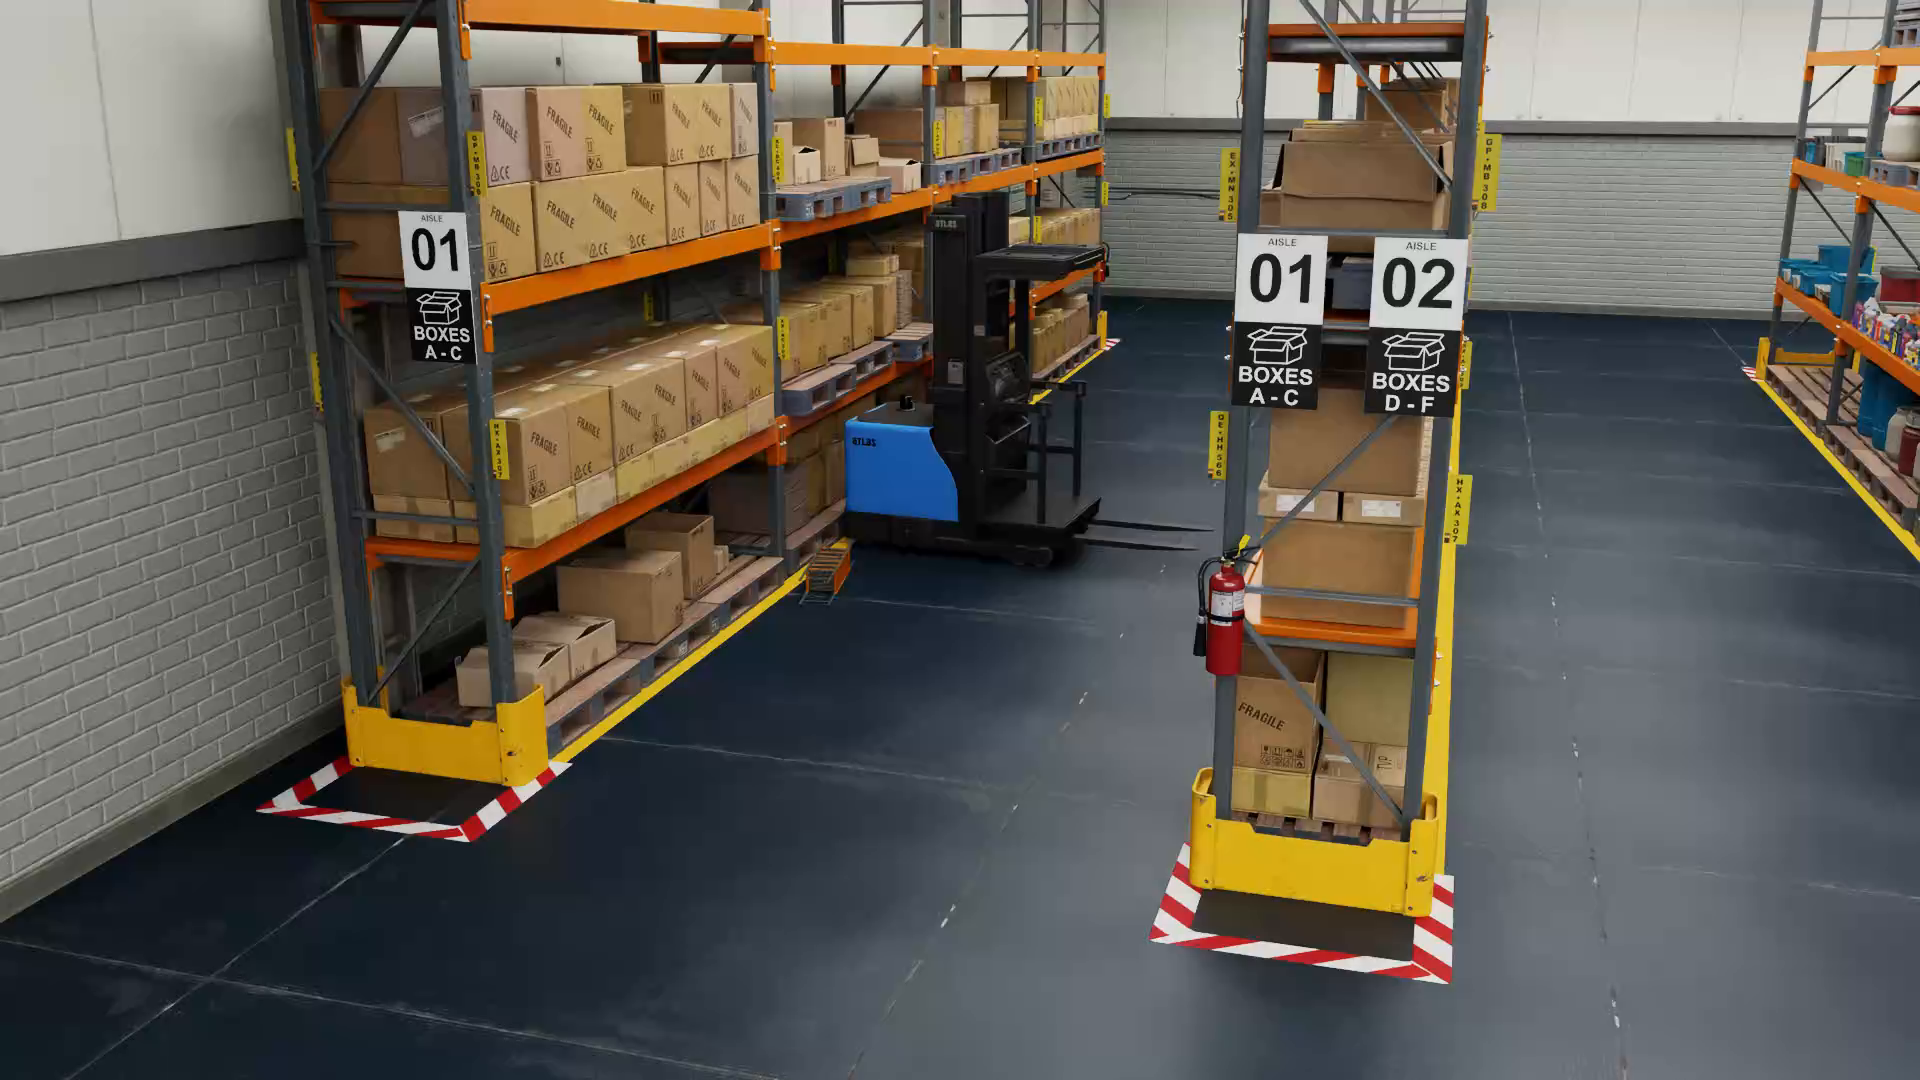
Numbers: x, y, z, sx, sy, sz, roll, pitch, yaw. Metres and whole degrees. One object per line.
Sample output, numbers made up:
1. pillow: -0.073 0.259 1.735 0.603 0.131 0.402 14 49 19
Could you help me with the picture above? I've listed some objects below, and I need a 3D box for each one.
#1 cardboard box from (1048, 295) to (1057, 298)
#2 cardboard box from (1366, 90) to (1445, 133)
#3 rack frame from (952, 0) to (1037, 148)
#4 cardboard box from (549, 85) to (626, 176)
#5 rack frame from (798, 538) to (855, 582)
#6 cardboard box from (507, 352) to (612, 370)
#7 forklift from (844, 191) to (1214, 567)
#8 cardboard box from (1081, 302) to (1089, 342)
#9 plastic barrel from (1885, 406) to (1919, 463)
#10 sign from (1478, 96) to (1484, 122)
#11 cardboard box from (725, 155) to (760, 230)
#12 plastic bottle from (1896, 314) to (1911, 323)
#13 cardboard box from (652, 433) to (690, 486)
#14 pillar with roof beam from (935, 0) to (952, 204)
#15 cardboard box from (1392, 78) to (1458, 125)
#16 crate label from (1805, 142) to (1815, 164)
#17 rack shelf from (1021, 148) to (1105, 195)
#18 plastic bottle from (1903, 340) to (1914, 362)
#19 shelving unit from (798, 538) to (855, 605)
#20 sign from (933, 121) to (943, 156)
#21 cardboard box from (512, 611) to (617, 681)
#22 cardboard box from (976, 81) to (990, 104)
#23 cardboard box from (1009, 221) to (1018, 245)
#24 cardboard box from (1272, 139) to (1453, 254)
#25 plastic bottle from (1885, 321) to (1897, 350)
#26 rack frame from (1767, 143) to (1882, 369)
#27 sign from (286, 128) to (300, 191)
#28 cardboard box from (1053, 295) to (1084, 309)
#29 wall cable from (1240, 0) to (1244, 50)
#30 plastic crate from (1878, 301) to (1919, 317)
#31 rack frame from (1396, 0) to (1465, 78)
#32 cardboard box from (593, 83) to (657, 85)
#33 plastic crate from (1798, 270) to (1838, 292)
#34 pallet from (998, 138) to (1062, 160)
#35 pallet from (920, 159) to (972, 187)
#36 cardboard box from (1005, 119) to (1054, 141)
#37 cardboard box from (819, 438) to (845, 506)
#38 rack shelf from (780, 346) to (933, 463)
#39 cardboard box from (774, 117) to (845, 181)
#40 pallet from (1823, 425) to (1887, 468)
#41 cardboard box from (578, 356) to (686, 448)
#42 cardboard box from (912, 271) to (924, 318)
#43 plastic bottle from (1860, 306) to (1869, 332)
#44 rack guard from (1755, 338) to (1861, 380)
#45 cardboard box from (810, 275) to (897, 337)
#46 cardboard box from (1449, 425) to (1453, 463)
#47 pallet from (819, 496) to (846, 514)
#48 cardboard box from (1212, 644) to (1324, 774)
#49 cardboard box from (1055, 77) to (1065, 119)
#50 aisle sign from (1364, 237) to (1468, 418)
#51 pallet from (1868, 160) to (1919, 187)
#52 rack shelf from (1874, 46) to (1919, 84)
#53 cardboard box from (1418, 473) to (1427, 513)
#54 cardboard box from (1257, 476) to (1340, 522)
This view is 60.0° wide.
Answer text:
1. cardboard box: 1.138 -3.335 23.213 0.380 0.149 0.250 5 16 16
2. cardboard box: 3.094 -2.868 11.578 0.500 0.500 0.500 5 17 17
3. rack frame: 0.404 -6.138 19.480 1.000 3.000 0.127 5 16 16
4. cardboard box: -2.338 -2.439 9.881 0.500 0.500 0.500 5 17 17
5. rack frame: -1.043 0.151 13.101 0.240 0.006 1.200 2 16 6
6. cardboard box: -2.638 -0.949 11.042 0.500 0.500 0.500 5 17 17
7. forklift: 0.585 -1.350 13.717 3.031 2.935 1.130 6 17 20
8. cardboard box: 1.437 -3.107 23.599 0.700 0.500 0.500 5 16 16
9. plastic barrel: 9.284 -1.022 16.225 0.421 0.512 0.421 0 16 0
10. sign: 5.687 -4.708 18.266 0.100 0.325 0.005 5 16 16
11. cardboard box: -1.777 -2.508 11.958 0.500 0.500 0.500 5 17 17
12. plastic bottle: 9.288 -2.079 16.388 0.152 0.276 0.135 5 16 16
13. cardboard box: -2.133 -0.555 11.028 0.500 0.250 0.500 5 17 16
14. pillar with roof beam: 3.901 -6.055 19.185 9.100 9.000 0.400 5 16 16
15. cardboard box: 5.256 -4.971 18.847 0.700 0.500 0.500 5 16 16
16. crate label: 10.467 -4.686 20.128 0.408 0.251 0.502 5 16 16
17. rack shelf: 0.972 -4.872 21.832 1.077 0.370 4.000 5 16 16
18. plastic bottle: 8.781 -1.748 15.360 0.097 0.201 0.097 0 16 0
19. shelving unit: -1.043 0.240 13.126 0.258 0.189 1.200 2 16 6
20. sign: -0.213 -3.855 15.979 0.100 0.325 0.005 5 16 16
21. cardboard box: -2.562 0.646 10.676 0.500 0.311 0.500 6 17 20
22. cardboard box: 0.028 -5.096 18.937 0.500 0.250 0.500 6 17 20
23. cardboard box: 0.362 -3.539 19.169 0.500 0.250 0.500 5 17 17
24. cardboard box: 1.911 -1.642 7.908 0.797 0.503 0.637 6 17 20
25. plastic bottle: 8.990 -1.974 16.027 0.097 0.271 0.097 0 16 0
26. rack frame: 11.039 -3.530 21.279 1.000 3.000 0.127 5 16 16
27. sign: -3.533 -2.030 8.870 0.100 0.325 0.005 5 16 16
28. cardboard box: 1.504 -3.305 23.106 0.380 0.149 0.250 5 17 17
29. wall cable: 6.084 -9.363 27.284 3.097 2.526 0.112 5 16 16
30. plastic crate: 10.172 -2.497 18.008 0.396 0.136 0.243 5 16 16
31. rack frame: 6.291 -6.802 21.819 1.000 3.000 0.127 5 16 16
32. cardboard box: -2.283 -3.035 11.983 0.500 0.500 0.500 5 17 17
33. plastic crate: 10.279 -3.095 19.942 0.416 0.233 0.300 5 16 16
34. pallet: 0.646 -4.866 20.653 1.003 0.211 1.213 5 16 16
35. pallet: -0.601 -3.731 16.834 1.213 0.211 1.003 5 17 18
36. cardboard box: 0.853 -5.034 20.404 0.500 0.250 0.500 5 16 16
37. cardboard box: -1.394 -0.632 14.834 0.700 0.500 0.500 5 17 17
38. rack shelf: -1.301 -1.336 14.862 1.077 0.370 4.000 5 16 16
39. cardboard box: -1.287 -3.312 14.059 0.500 0.500 0.500 4 16 14
40. pallet: 9.643 -0.944 17.270 1.003 0.211 1.213 5 16 16
41. cardboard box: -2.145 -0.912 10.911 0.500 0.500 0.500 5 17 18
42. cardboard box: -0.350 -2.514 16.930 0.500 0.500 0.500 5 17 18
43. plastic bottle: 9.308 -2.267 17.062 0.097 0.271 0.097 0 16 0
44. rack guard: 11.033 -2.335 21.646 1.175 0.500 0.348 5 16 16
45. cardboard box: -0.990 -2.193 15.576 0.700 0.500 0.500 3 16 11
46. cardboard box: 4.421 -0.929 15.881 0.500 0.500 0.500 5 17 18
47. pallet: -1.305 -0.342 15.147 1.003 0.211 1.213 5 16 16
48. cardboard box: 1.611 0.867 8.671 0.500 0.500 0.500 5 16 16
49. cardboard box: 1.015 -5.534 20.793 0.500 0.500 0.500 4 16 15
50. aisle sign: 2.019 -0.939 7.380 0.394 0.787 0.004 5 16 16
51. pallet: 9.773 -3.624 16.457 1.213 0.211 1.003 5 16 16
52. rack shelf: 9.334 -4.308 15.079 1.077 0.370 4.000 5 16 16
53. cardboard box: 2.134 -0.245 8.324 0.380 0.149 0.250 4 16 14
54. cardboard box: 1.670 -0.205 8.181 0.380 0.149 0.250 4 16 15
